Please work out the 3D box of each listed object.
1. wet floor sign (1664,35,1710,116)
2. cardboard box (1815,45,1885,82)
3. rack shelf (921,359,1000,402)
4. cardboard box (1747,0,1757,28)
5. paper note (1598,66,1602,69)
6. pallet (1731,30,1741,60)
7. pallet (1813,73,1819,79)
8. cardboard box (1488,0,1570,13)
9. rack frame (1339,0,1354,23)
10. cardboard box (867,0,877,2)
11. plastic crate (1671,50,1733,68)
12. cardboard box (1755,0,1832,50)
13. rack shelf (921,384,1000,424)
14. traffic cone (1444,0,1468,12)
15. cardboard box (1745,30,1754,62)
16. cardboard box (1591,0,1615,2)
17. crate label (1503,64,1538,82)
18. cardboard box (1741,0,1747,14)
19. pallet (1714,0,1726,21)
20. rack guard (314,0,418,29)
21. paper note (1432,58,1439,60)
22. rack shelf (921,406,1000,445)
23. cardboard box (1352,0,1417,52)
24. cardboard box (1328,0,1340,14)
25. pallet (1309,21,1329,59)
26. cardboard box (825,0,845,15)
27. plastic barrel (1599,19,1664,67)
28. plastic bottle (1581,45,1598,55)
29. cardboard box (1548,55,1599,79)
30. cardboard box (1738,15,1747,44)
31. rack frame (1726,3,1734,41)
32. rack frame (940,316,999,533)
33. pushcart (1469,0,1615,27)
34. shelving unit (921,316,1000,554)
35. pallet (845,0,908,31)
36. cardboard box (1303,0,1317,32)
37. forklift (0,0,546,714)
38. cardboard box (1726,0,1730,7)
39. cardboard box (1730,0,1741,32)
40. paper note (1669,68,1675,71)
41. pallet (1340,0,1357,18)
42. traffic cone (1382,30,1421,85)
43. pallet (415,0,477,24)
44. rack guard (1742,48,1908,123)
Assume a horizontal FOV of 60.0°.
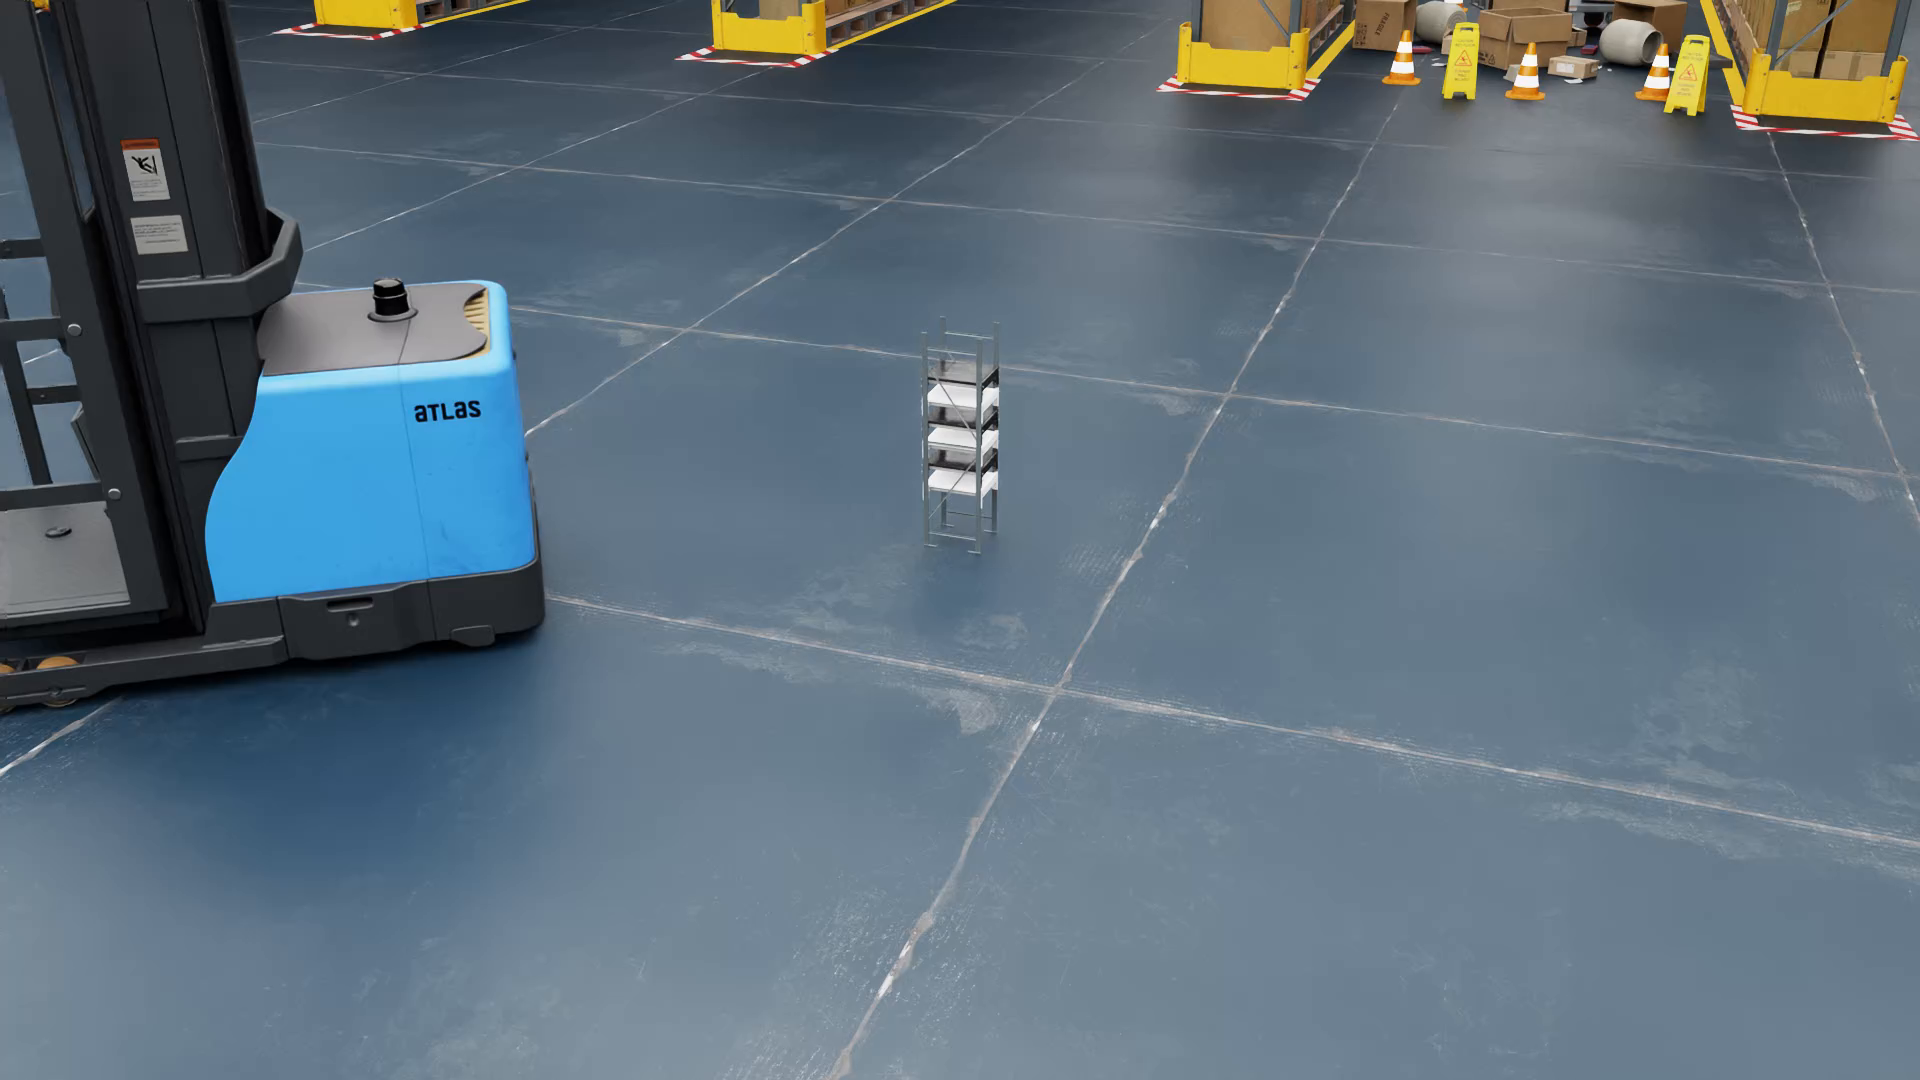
[{"bbox_3d":[6.274,-4.000,14.271,0.267,0.644,0.232,20,32,35],"label":"wet floor sign"},{"bbox_3d":[7.876,-4.226,14.708,0.500,0.250,0.500,9,27,17],"label":"cardboard box"},{"bbox_3d":[0.003,-0.621,6.458,0.258,0.077,0.200,9,27,17],"label":"rack shelf"},{"bbox_3d":[7.712,-5.060,15.572,0.500,0.500,0.500,8,27,16],"label":"cardboard box"},{"bbox_3d":[6.208,-4.646,16.323,0.148,0.019,0.142,20,32,35],"label":"paper note"},{"bbox_3d":[8.487,-5.090,17.021,1.003,0.211,1.213,9,27,17],"label":"pallet"},{"bbox_3d":[7.675,-4.088,14.950,1.003,0.211,1.213,9,27,17],"label":"pallet"},{"bbox_3d":[5.847,-5.395,17.159,0.797,0.637,0.503,9,27,17],"label":"cardboard box"},{"bbox_3d":[3.976,-7.303,18.391,1.000,3.000,0.127,9,27,17],"label":"rack frame"},{"bbox_3d":[-1.155,-6.466,19.049,0.500,0.500,0.500,6,27,13],"label":"cardboard box"},{"bbox_3d":[7.382,-4.786,16.543,0.402,0.080,0.583,0,26,-1],"label":"plastic crate"},{"bbox_3d":[7.367,-4.639,14.701,0.500,0.500,0.500,9,27,18],"label":"cardboard box"},{"bbox_3d":[0.003,-0.540,6.497,0.258,0.077,0.200,9,27,17],"label":"rack shelf"},{"bbox_3d":[5.846,-6.493,19.630,0.336,0.463,0.334,9,27,17],"label":"traffic cone"},{"bbox_3d":[7.541,-4.517,15.311,0.500,0.250,0.500,9,27,18],"label":"cardboard box"},{"bbox_3d":[6.989,-6.088,17.881,0.500,0.500,0.500,9,27,17],"label":"cardboard box"},{"bbox_3d":[5.316,-4.411,15.704,0.250,0.136,0.298,-5,26,-9],"label":"crate label"},{"bbox_3d":[8.059,-5.490,16.460,0.500,0.500,0.500,10,28,20],"label":"cardboard box"},{"bbox_3d":[9.339,-6.195,19.302,1.003,0.211,1.213,9,27,17],"label":"pallet"},{"bbox_3d":[-6.689,-6.051,18.674,1.175,0.500,0.348,9,27,17],"label":"rack guard"},{"bbox_3d":[4.785,-4.835,16.725,0.123,0.001,0.032,-20,33,-36],"label":"paper note"},{"bbox_3d":[0.003,-0.459,6.536,0.258,0.077,0.200,9,27,17],"label":"rack shelf"},{"bbox_3d":[4.427,-5.392,17.310,0.500,0.500,0.500,14,29,26],"label":"cardboard box"},{"bbox_3d":[3.701,-6.287,18.249,0.875,0.875,0.875,9,27,18],"label":"cardboard box"},{"bbox_3d":[3.245,-5.243,17.338,1.003,0.211,1.213,9,27,17],"label":"pallet"},{"bbox_3d":[-1.609,-5.989,18.063,0.500,0.500,0.500,17,30,31],"label":"cardboard box"},{"bbox_3d":[6.606,-4.891,16.367,0.421,0.421,0.512,-14,29,-27],"label":"plastic barrel"},{"bbox_3d":[6.479,-5.046,17.101,0.133,0.061,0.283,14,29,26],"label":"plastic bottle"},{"bbox_3d":[5.877,-4.531,15.937,0.250,0.149,0.380,-20,33,-36],"label":"cardboard box"},{"bbox_3d":[7.885,-4.935,16.174,0.500,0.250,0.500,8,27,17],"label":"cardboard box"},{"bbox_3d":[8.677,-6.626,16.994,1.000,3.000,0.127,9,27,17],"label":"rack frame"},{"bbox_3d":[0.037,-0.450,6.647,0.240,0.900,0.006,9,27,17],"label":"rack frame"},{"bbox_3d":[6.511,-5.756,18.206,1.648,0.377,0.936,0,26,-1],"label":"pushcart"},{"bbox_3d":[0.003,-0.408,6.561,0.258,0.900,0.210,9,27,17],"label":"shelving unit"},{"bbox_3d":[-1.262,-6.024,18.950,1.003,0.211,1.213,9,27,17],"label":"pallet"},{"bbox_3d":[3.099,-5.542,16.710,0.875,0.875,0.875,8,27,17],"label":"cardboard box"},{"bbox_3d":[-3.073,-0.992,5.435,3.031,2.935,1.130,-7,27,-13],"label":"forklift"},{"bbox_3d":[9.086,-6.145,18.532,0.950,0.372,0.625,11,28,21],"label":"cardboard box"},{"bbox_3d":[8.226,-5.375,17.082,0.500,0.250,0.500,7,27,15],"label":"cardboard box"},{"bbox_3d":[6.912,-4.596,16.207,0.142,0.019,0.148,0,26,-1],"label":"paper note"},{"bbox_3d":[4.162,-6.376,19.676,1.003,0.211,1.213,9,27,17],"label":"pallet"},{"bbox_3d":[4.161,-4.529,15.574,0.336,0.463,0.334,9,27,17],"label":"traffic cone"},{"bbox_3d":[-6.413,-6.254,19.425,1.003,0.211,1.213,9,27,17],"label":"pallet"},{"bbox_3d":[7.372,-3.889,14.208,1.175,0.500,0.348,9,27,17],"label":"rack guard"}]
